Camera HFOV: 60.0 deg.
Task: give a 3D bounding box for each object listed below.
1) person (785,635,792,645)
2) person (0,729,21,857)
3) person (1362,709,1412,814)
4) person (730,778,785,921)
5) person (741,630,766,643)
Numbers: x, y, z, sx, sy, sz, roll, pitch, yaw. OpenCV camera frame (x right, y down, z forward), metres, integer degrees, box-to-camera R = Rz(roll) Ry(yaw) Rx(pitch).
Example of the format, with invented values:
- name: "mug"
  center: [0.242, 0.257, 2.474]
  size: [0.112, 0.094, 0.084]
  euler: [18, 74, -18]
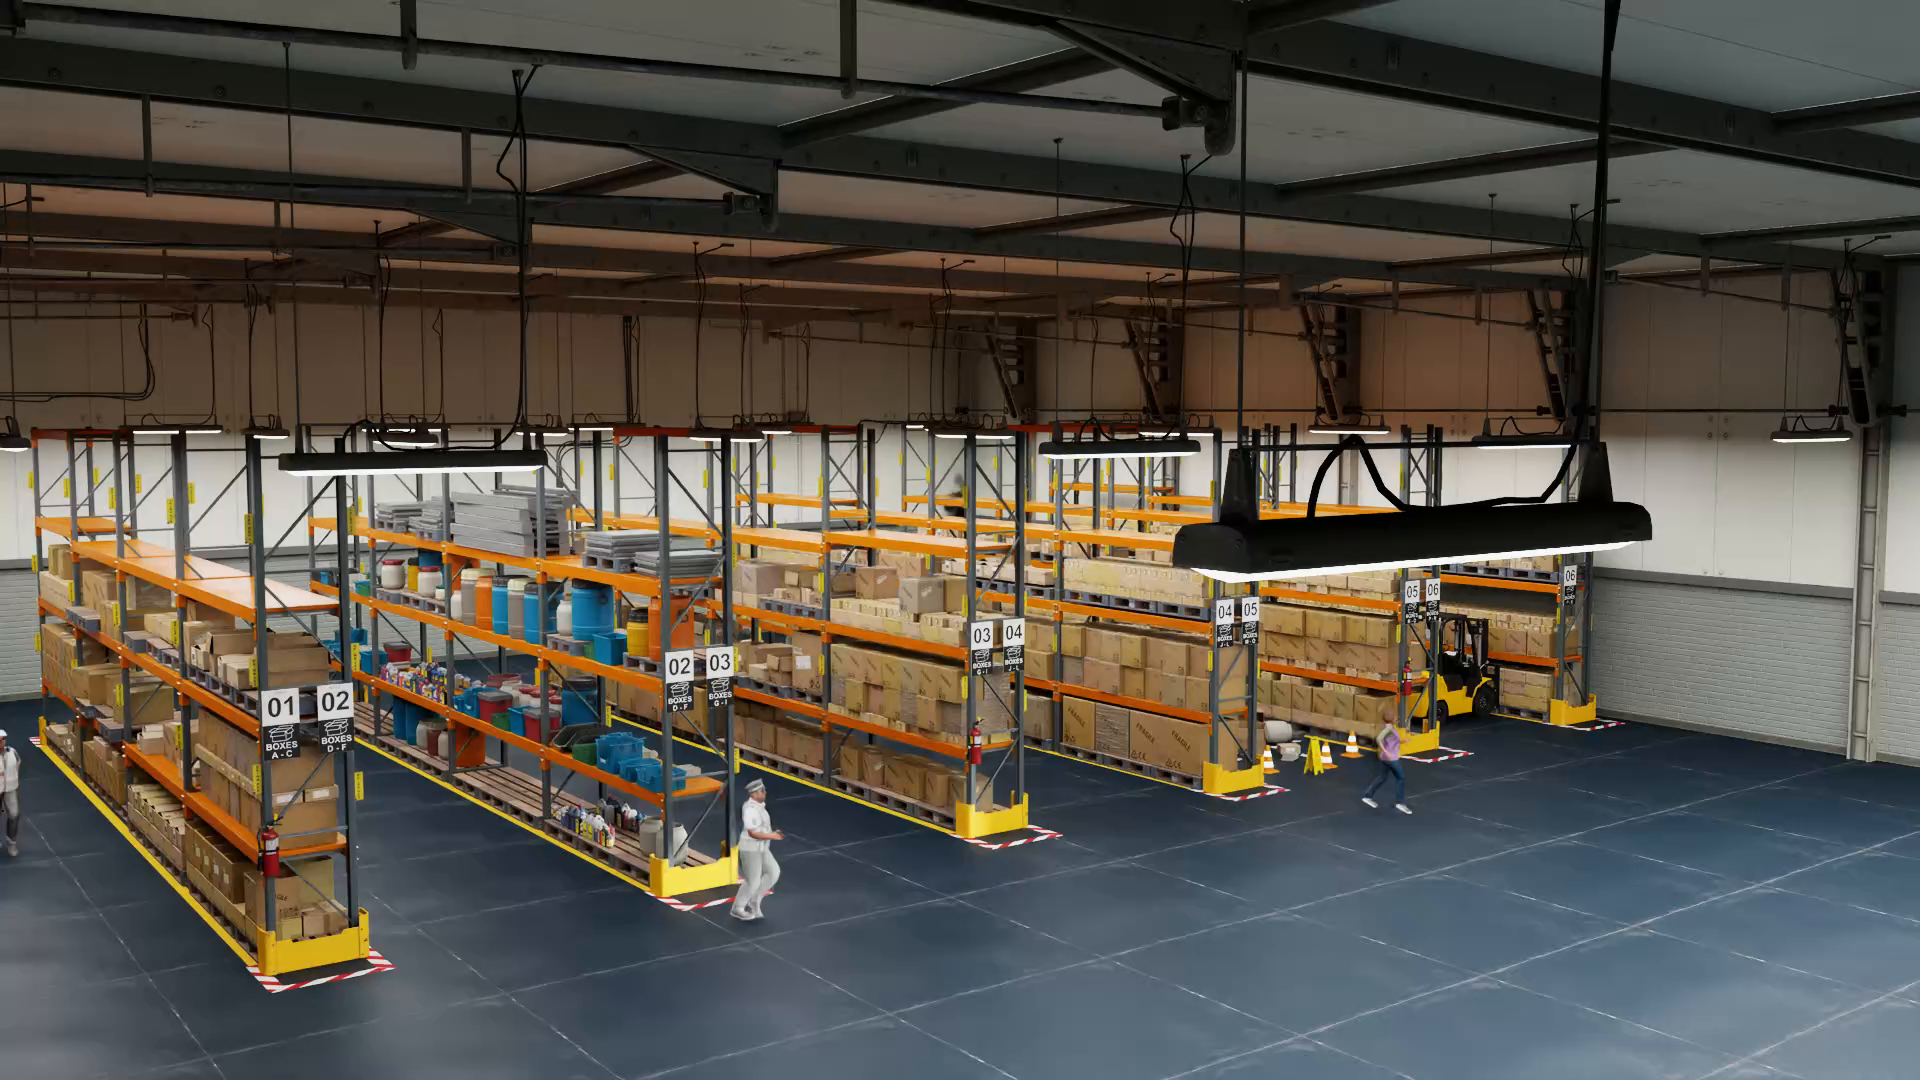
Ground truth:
- name: "person"
  center: [-4.246, 1.945, 41.764]
  size: [0.722, 1.654, 0.620]
  euler: [1, 5, 18]
- name: "person"
  center: [-13.646, 3.591, 23.680]
  size: [0.729, 1.825, 0.649]
  euler: [4, 6, 44]
- name: "person"
  center: [6.714, 3.471, 26.100]
  size: [0.758, 1.635, 0.513]
  euler: [0, 4, 4]
- name: "person"
  center: [-2.500, 3.849, 20.639]
  size: [0.703, 1.813, 0.676]
  euler: [0, 4, 5]
- name: "person"
  center: [-4.276, 2.714, 34.476]
  size: [0.671, 1.812, 0.960]
  euler: [-4, 6, -41]
